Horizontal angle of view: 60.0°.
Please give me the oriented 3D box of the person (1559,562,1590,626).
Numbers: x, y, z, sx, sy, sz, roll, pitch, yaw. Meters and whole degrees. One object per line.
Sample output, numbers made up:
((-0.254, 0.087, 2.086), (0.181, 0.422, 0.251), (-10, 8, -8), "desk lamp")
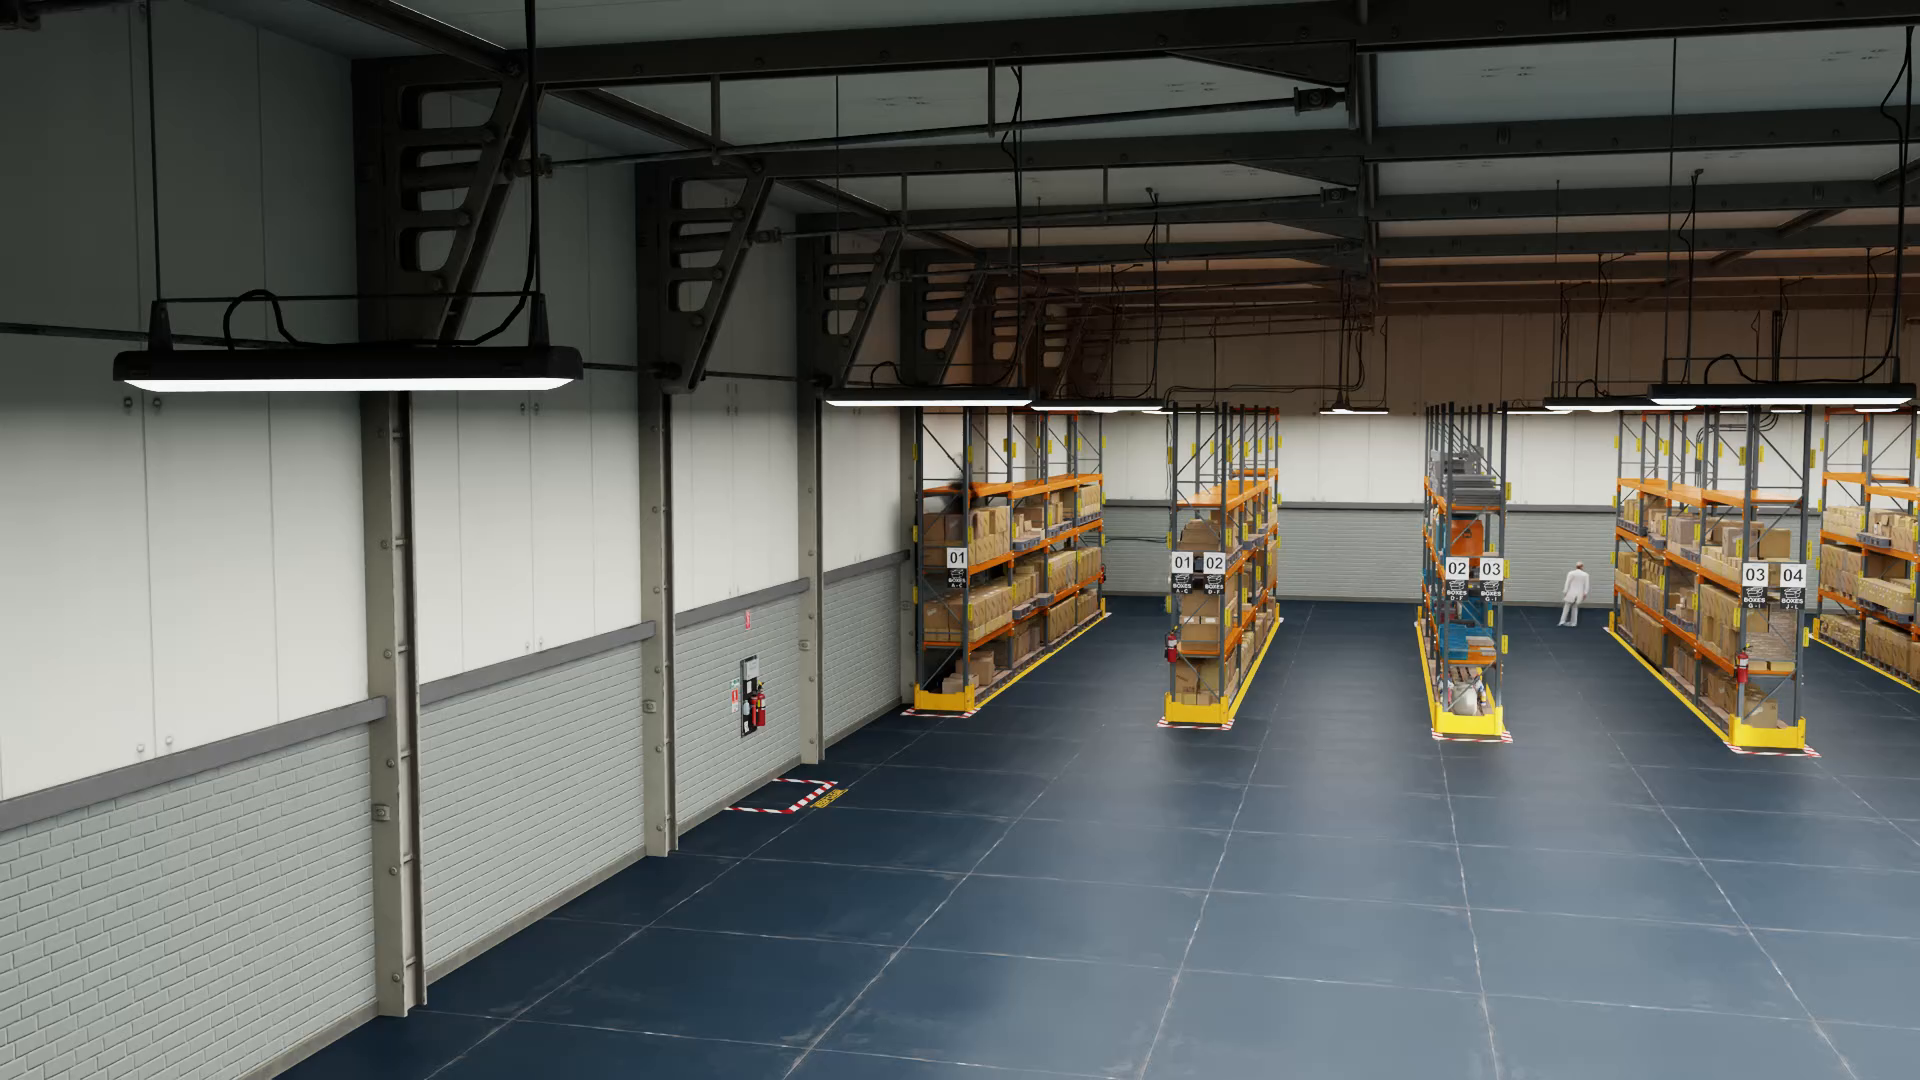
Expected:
((16.831, 1.597, 45.578), (0.738, 1.623, 0.477), (1, 4, 9), "person")

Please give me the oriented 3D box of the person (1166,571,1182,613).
((6.425, 1.307, 48.578), (0.684, 1.716, 0.803), (4, 6, 41), "person")
